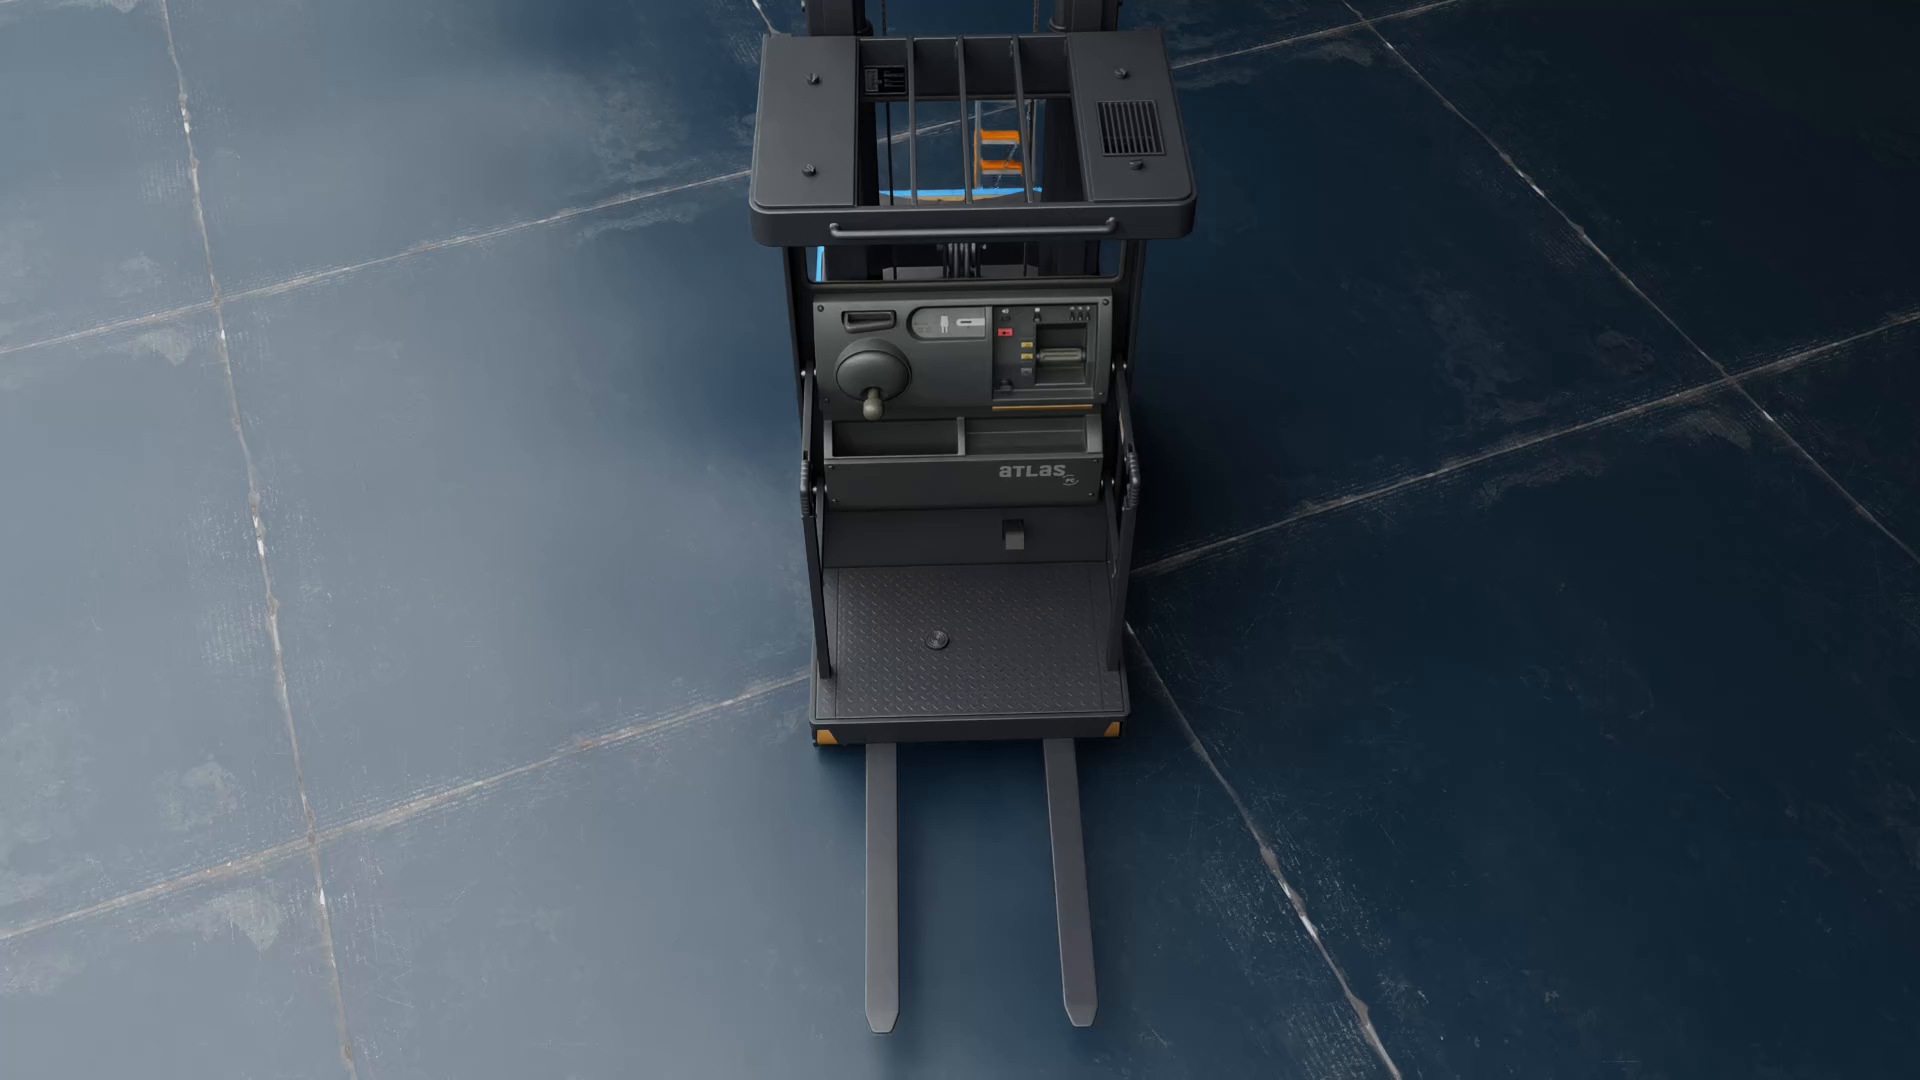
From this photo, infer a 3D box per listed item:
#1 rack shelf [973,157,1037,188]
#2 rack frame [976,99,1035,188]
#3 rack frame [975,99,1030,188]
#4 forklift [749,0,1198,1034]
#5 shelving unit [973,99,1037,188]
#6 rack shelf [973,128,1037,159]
[{"bbox_3d":[0.184,-1.528,6.917,0.258,0.103,0.180,-1,21,0],"label":"rack shelf"},{"bbox_3d":[0.186,-1.313,6.903,0.240,1.200,0.006,-1,21,0],"label":"rack frame"},{"bbox_3d":[0.184,-1.379,7.073,0.240,1.200,0.006,-1,21,0],"label":"rack frame"},{"bbox_3d":[0.020,-0.478,5.069,1.130,2.935,3.031,-1,49,-1],"label":"forklift"},{"bbox_3d":[0.185,-1.346,6.988,0.258,1.200,0.189,-1,21,0],"label":"shelving unit"},{"bbox_3d":[0.183,-1.640,6.873,0.258,0.103,0.180,-1,21,0],"label":"rack shelf"}]
